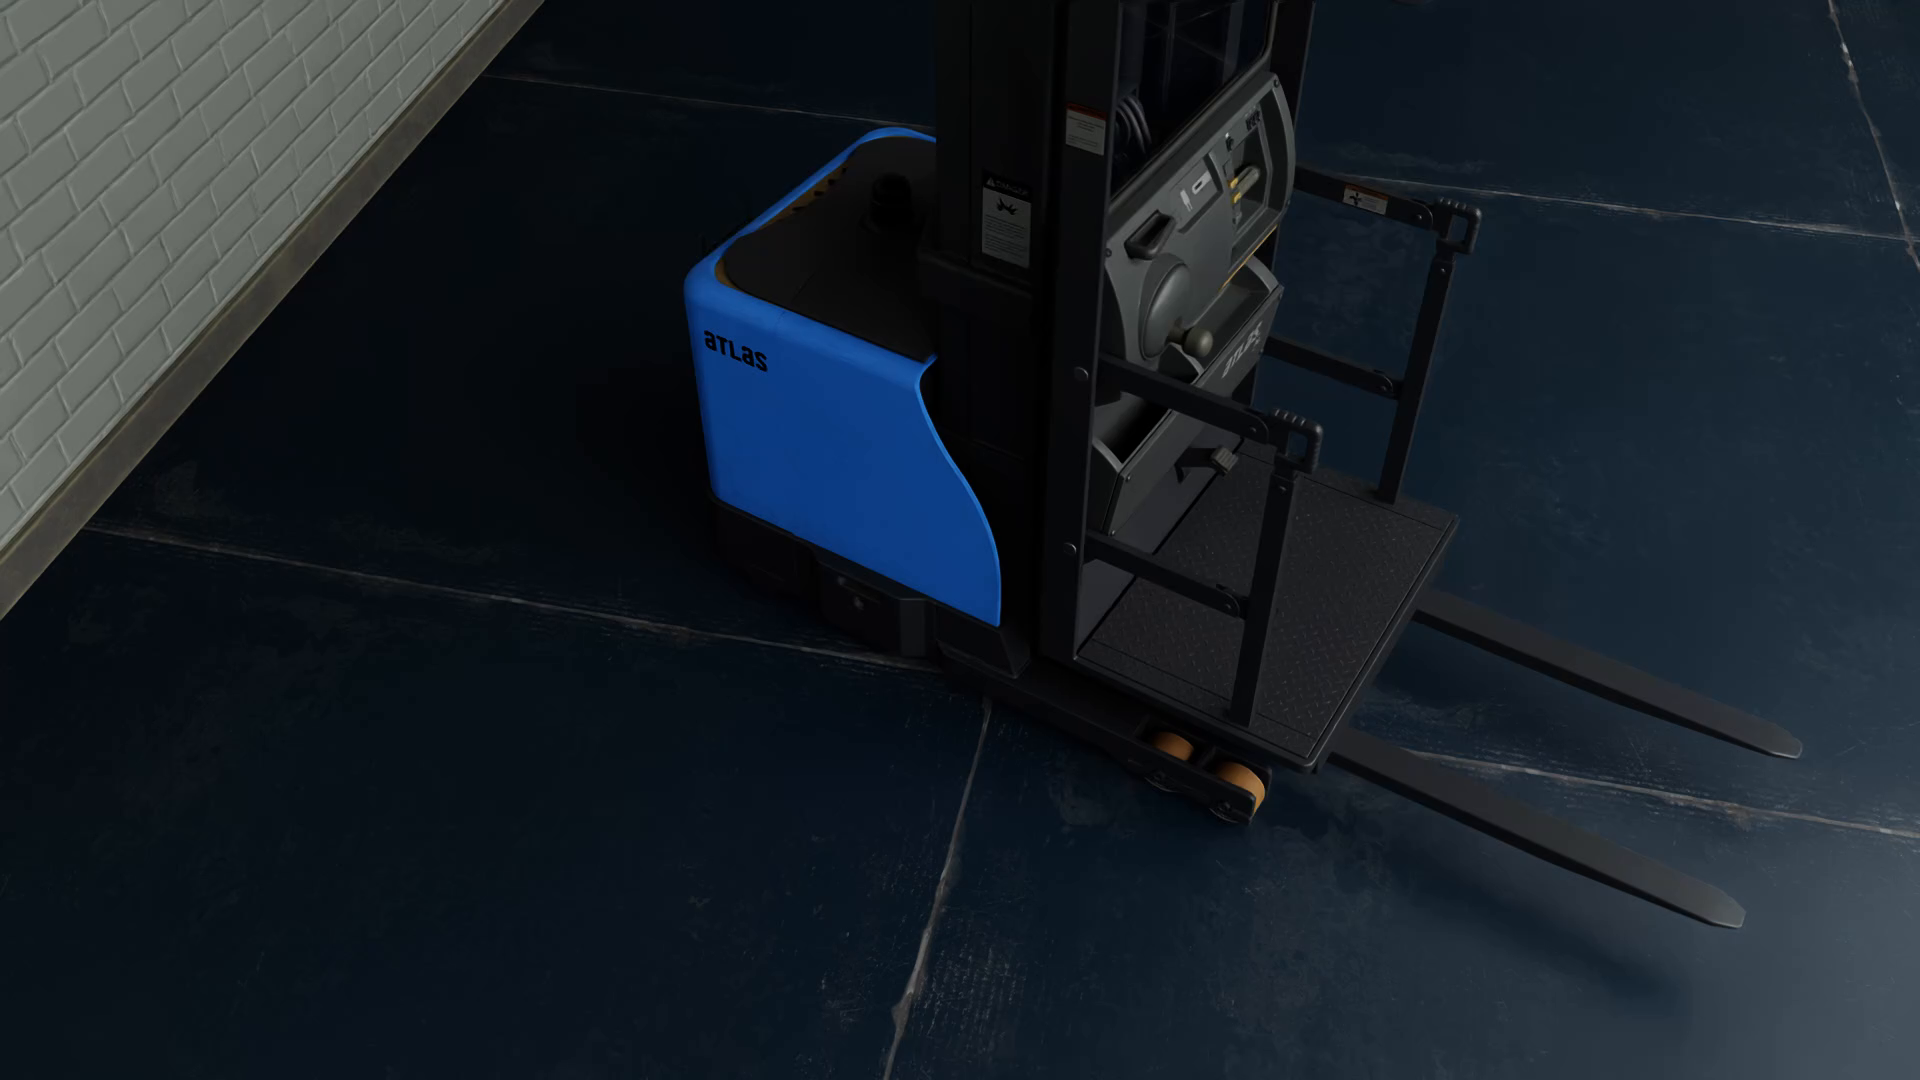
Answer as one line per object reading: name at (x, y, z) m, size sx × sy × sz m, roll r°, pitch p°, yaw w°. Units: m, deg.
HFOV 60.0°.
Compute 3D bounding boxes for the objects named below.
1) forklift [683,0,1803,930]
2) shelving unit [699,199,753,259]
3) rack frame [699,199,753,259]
forklift at (0.759, -0.724, 3.888) m, size 3.031 × 2.935 × 1.130 m, roll 24°, pitch 49°, yaw 23°
shelving unit at (-0.613, -0.597, 5.222) m, size 0.210 × 0.900 × 0.258 m, roll 24°, pitch 49°, yaw 23°
rack frame at (-0.699, -0.635, 5.261) m, size 0.006 × 0.900 × 0.240 m, roll 24°, pitch 49°, yaw 23°
